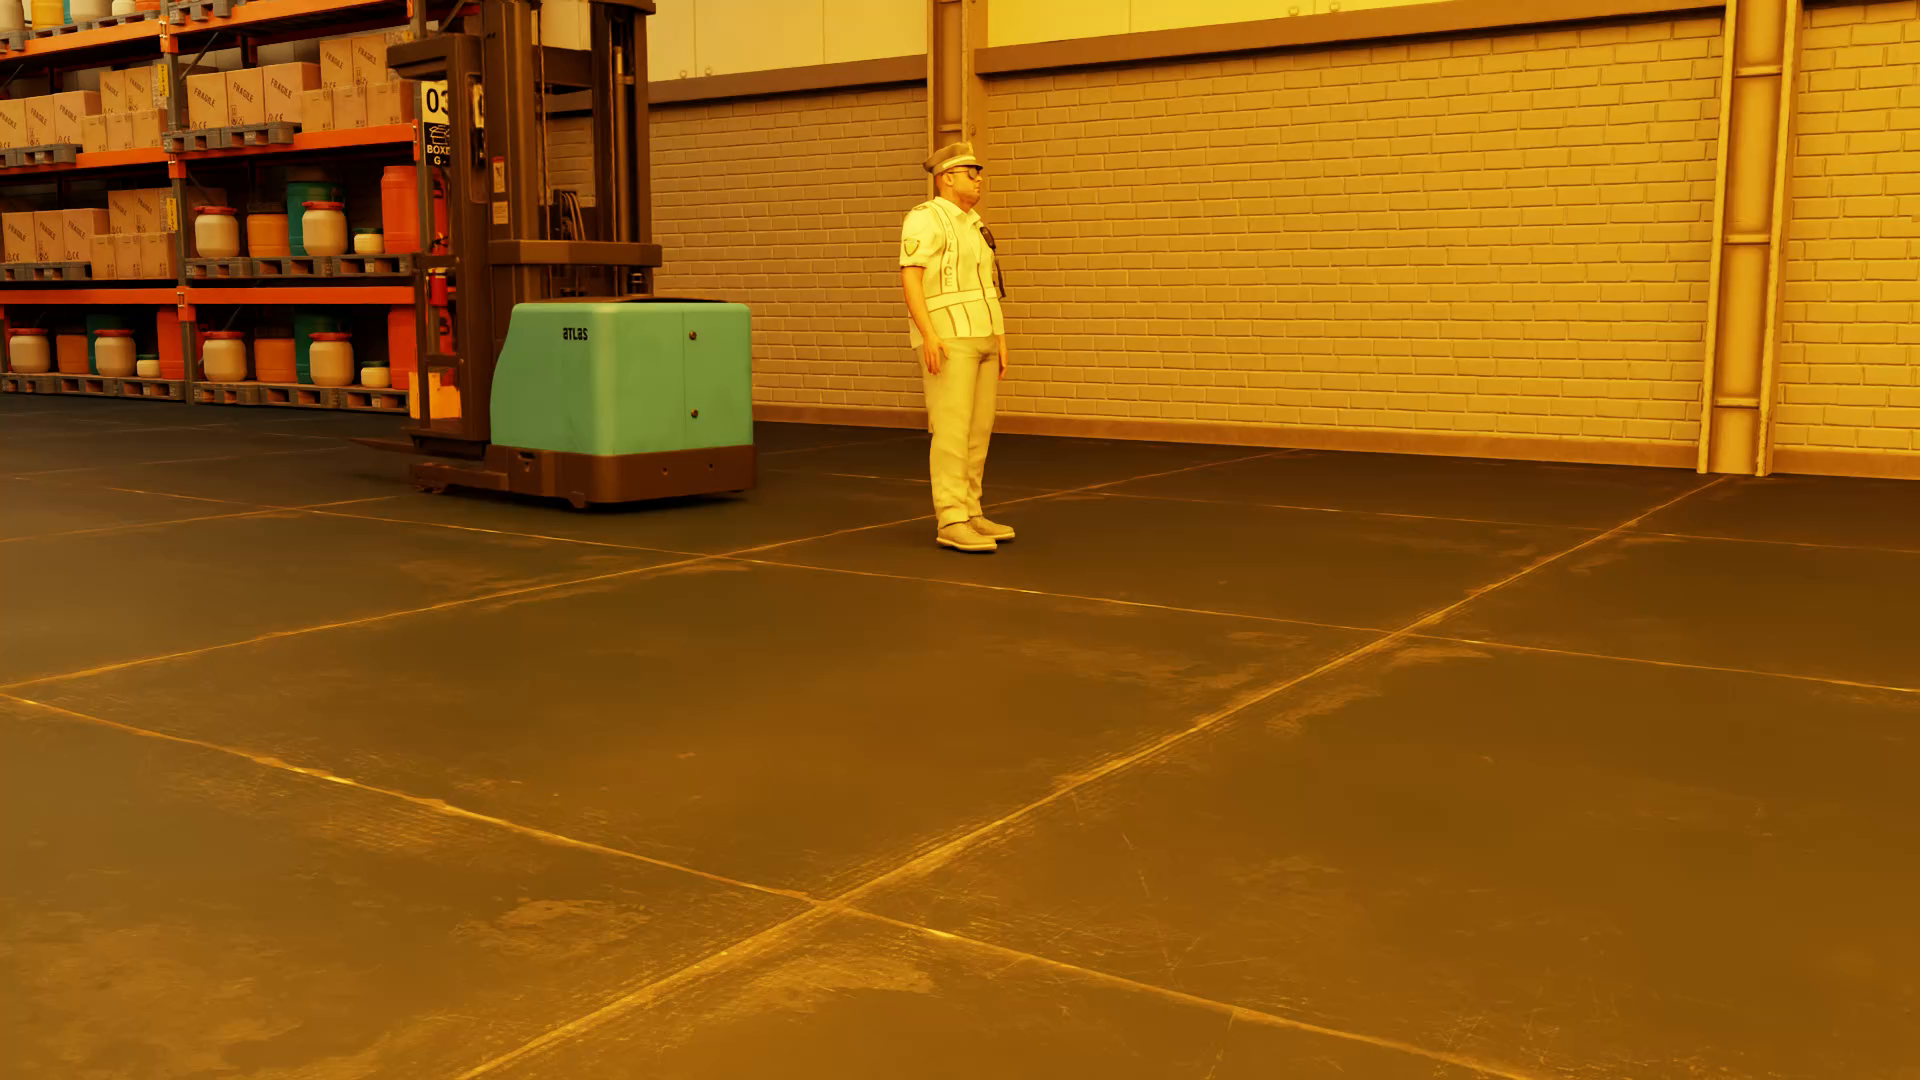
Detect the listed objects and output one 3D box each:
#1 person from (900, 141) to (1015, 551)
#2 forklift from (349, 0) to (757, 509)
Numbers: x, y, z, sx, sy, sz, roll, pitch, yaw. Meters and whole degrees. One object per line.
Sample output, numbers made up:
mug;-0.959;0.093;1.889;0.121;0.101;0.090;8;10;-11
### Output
person;0.057;-0.882;7.424;0.575;1.781;0.640;5;10;34
forklift;-2.535;-1.759;9.565;3.031;2.935;1.130;7;11;42
